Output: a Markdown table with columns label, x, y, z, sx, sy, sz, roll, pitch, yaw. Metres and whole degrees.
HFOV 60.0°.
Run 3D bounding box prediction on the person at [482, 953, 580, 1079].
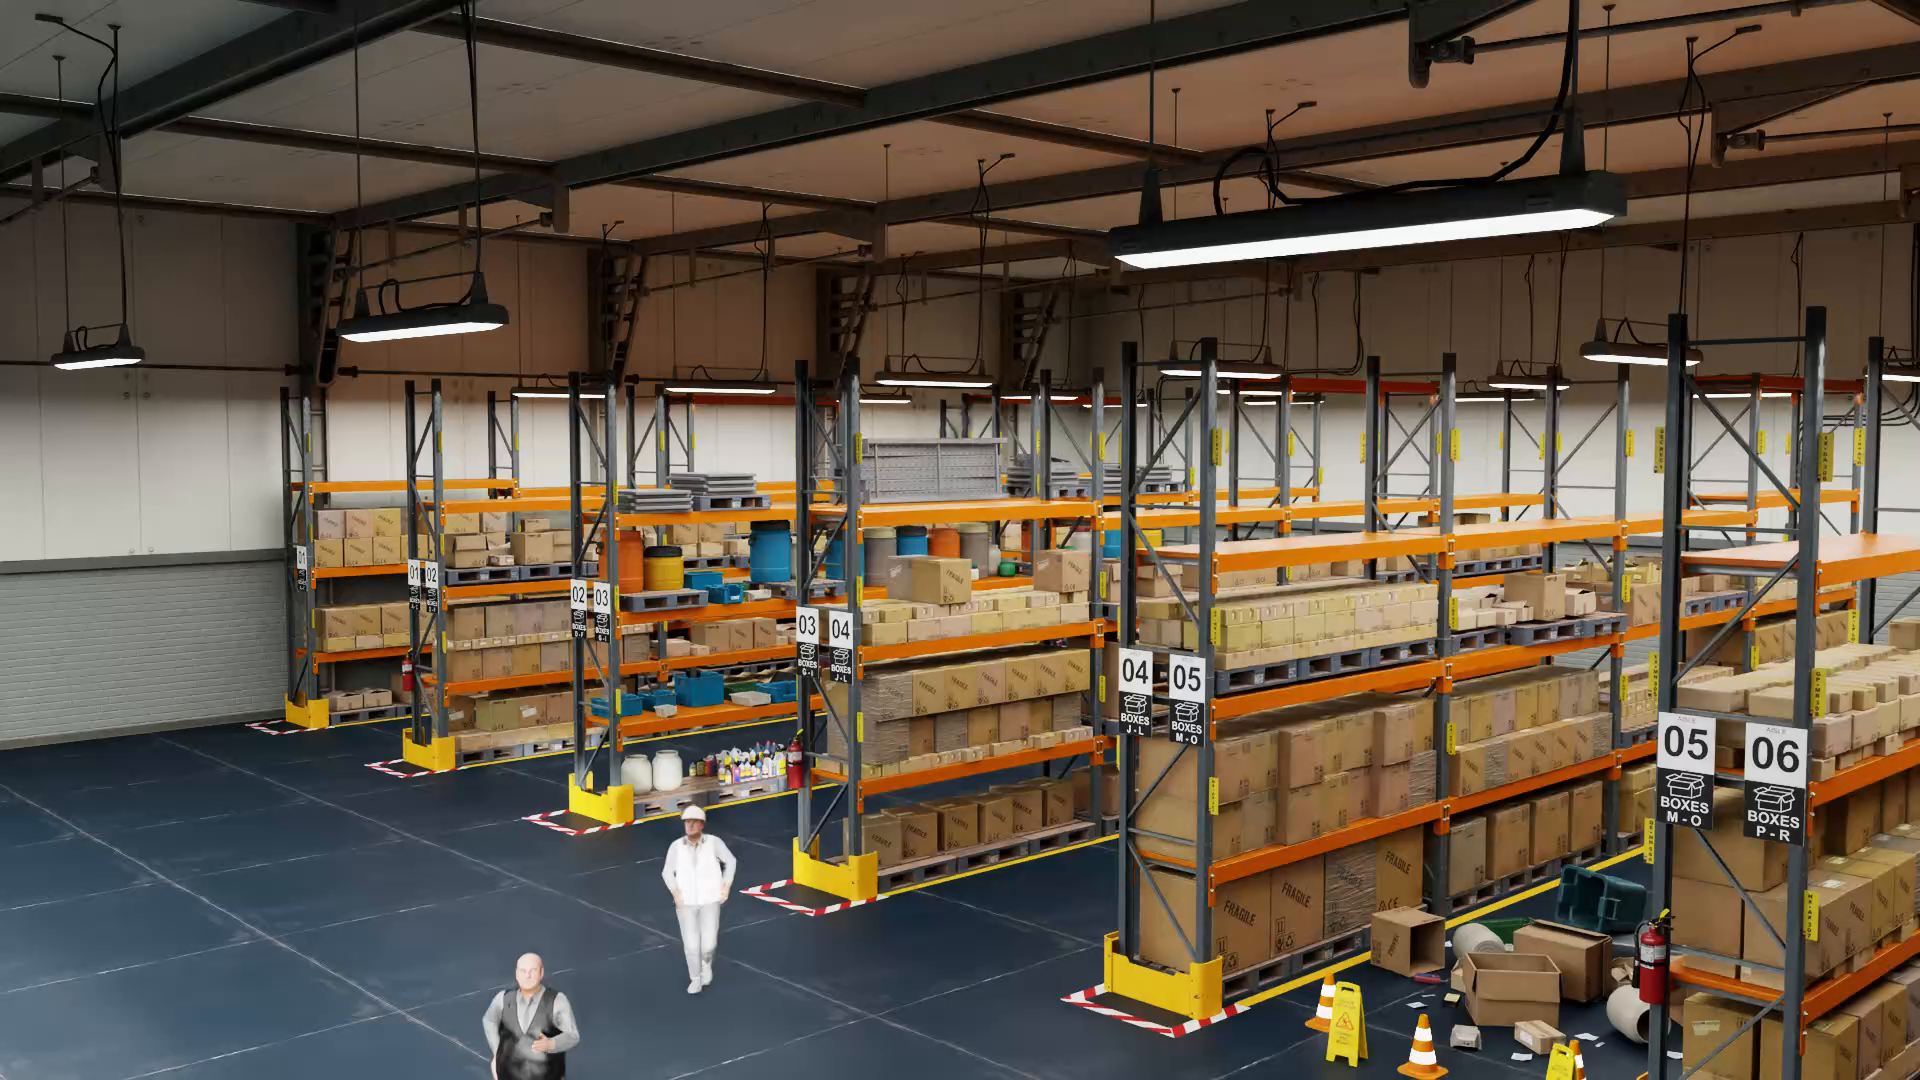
| label | x | y | z | sx | sy | sz | roll | pitch | yaw |
| --- | --- | --- | --- | --- | --- | --- | --- | --- | --- |
| person | -2.821 | 3.598 | 10.934 | 0.643 | 1.774 | 0.747 | -1 | 4 | -10 |

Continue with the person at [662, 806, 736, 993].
| label | x | y | z | sx | sy | sz | roll | pitch | yaw |
| --- | --- | --- | --- | --- | --- | --- | --- | --- | --- |
| person | -2.411 | 3.321 | 15.311 | 0.671 | 1.732 | 0.522 | 0 | 4 | -3 |

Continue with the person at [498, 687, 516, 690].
| label | x | y | z | sx | sy | sz | roll | pitch | yaw |
| --- | --- | --- | --- | --- | --- | --- | --- | --- | --- |
| person | -7.743 | 2.530 | 28.655 | 0.507 | 1.646 | 0.728 | 2 | 4 | 33 |
